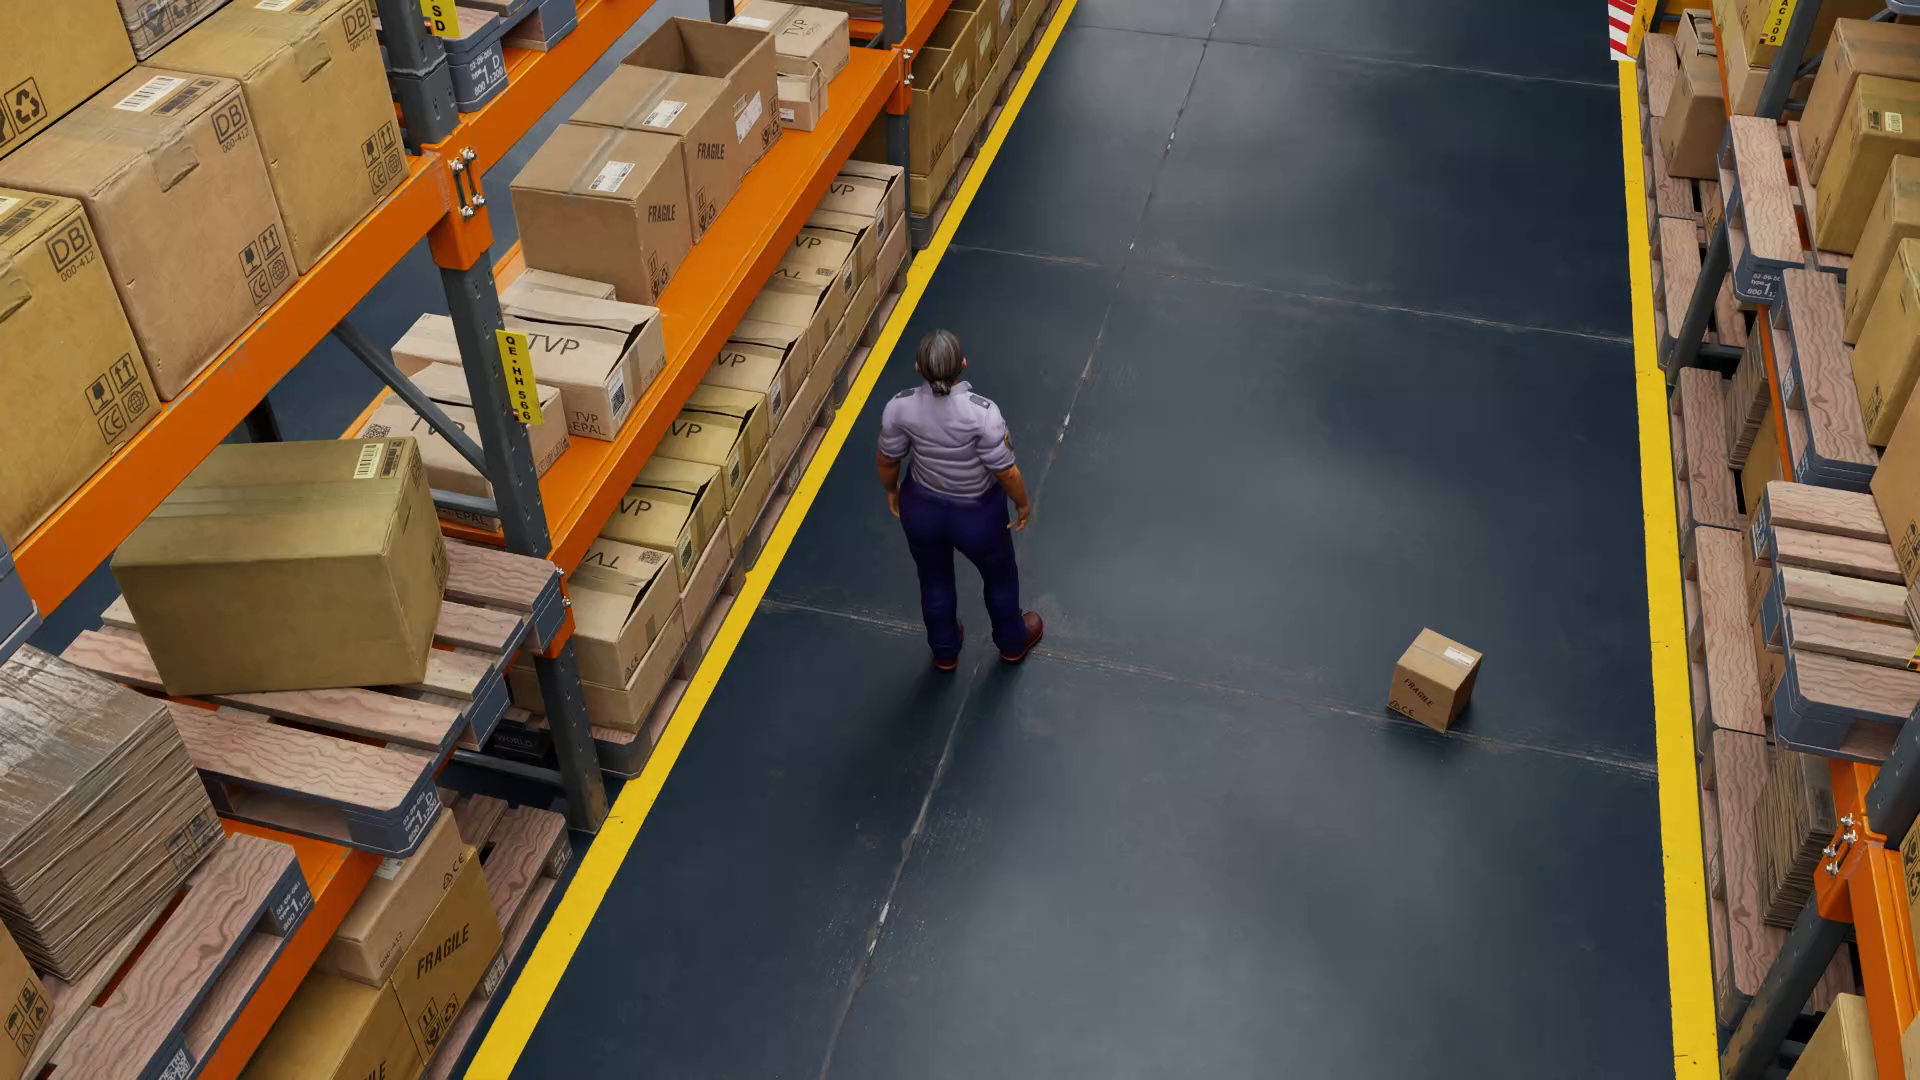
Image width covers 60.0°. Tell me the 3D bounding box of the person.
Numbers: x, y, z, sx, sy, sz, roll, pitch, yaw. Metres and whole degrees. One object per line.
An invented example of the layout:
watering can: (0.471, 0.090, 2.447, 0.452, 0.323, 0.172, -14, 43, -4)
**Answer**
person: (0.051, 0.071, 6.545, 0.525, 1.029, 0.500, 10, 42, 11)
